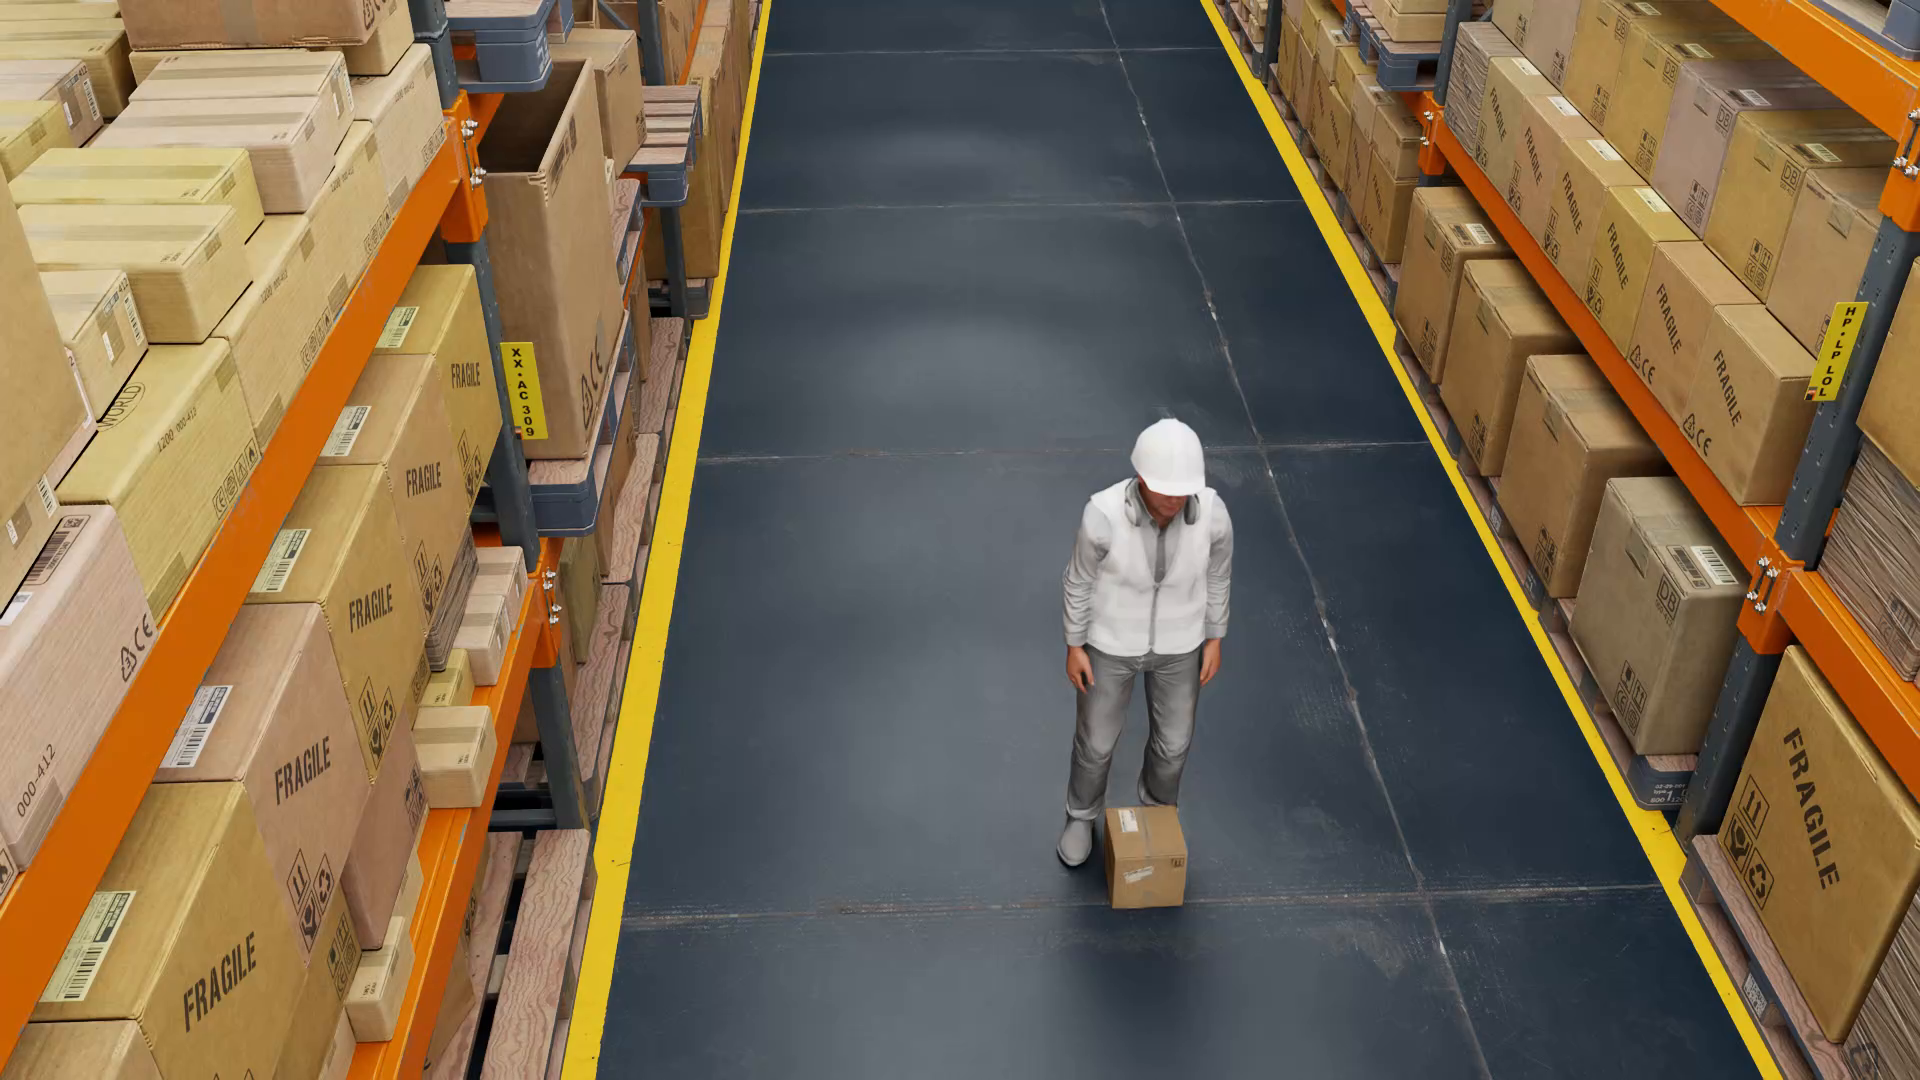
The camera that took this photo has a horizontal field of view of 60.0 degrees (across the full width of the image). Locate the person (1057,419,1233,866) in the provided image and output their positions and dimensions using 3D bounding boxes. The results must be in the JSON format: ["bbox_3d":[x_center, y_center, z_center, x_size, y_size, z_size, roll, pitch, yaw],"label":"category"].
[{"bbox_3d":[0.625,0.342,5.634,0.571,1.771,0.458,-3,35,-4],"label":"person"}]
